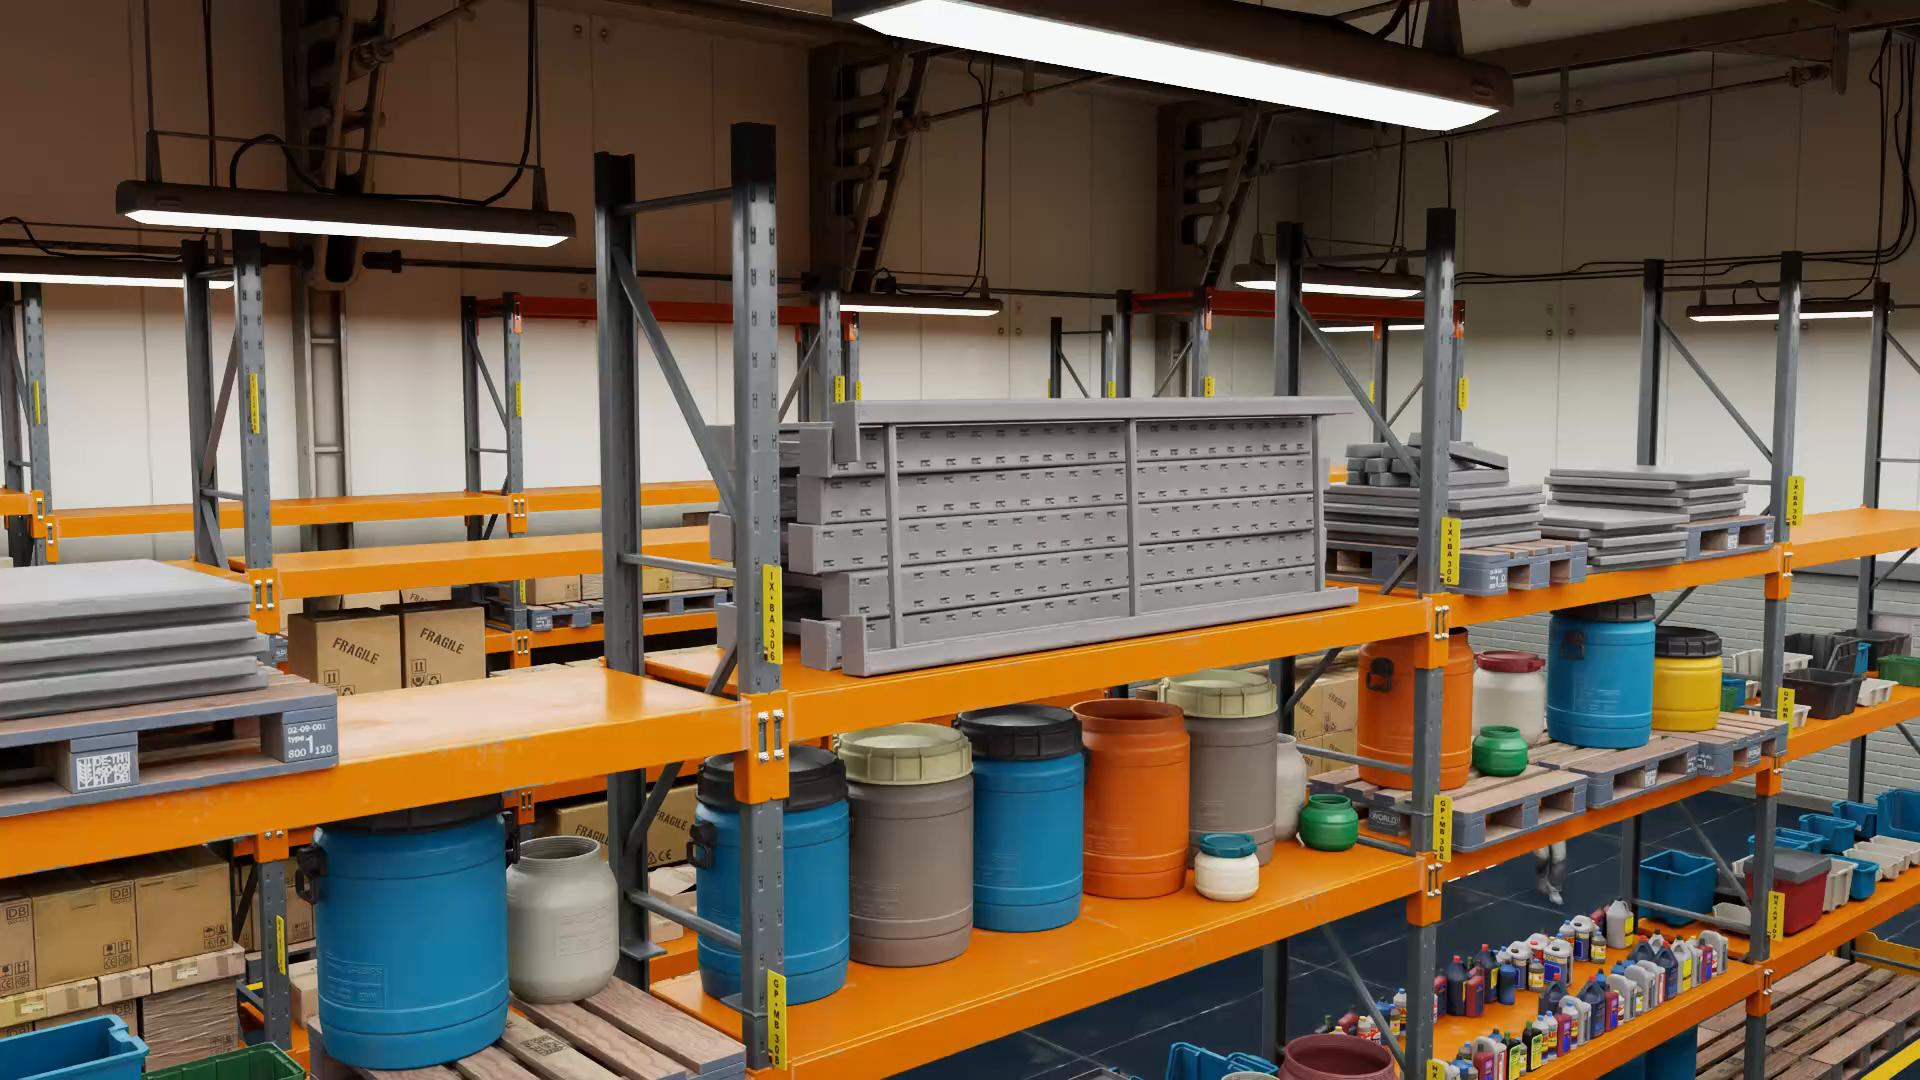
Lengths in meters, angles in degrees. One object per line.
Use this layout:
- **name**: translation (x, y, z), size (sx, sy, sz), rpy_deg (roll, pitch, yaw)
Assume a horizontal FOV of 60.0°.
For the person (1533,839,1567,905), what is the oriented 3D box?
- **person**: translation (5.814, 2.754, 16.574), size (0.713, 1.716, 0.511), rpy_deg (1, 5, 6)
